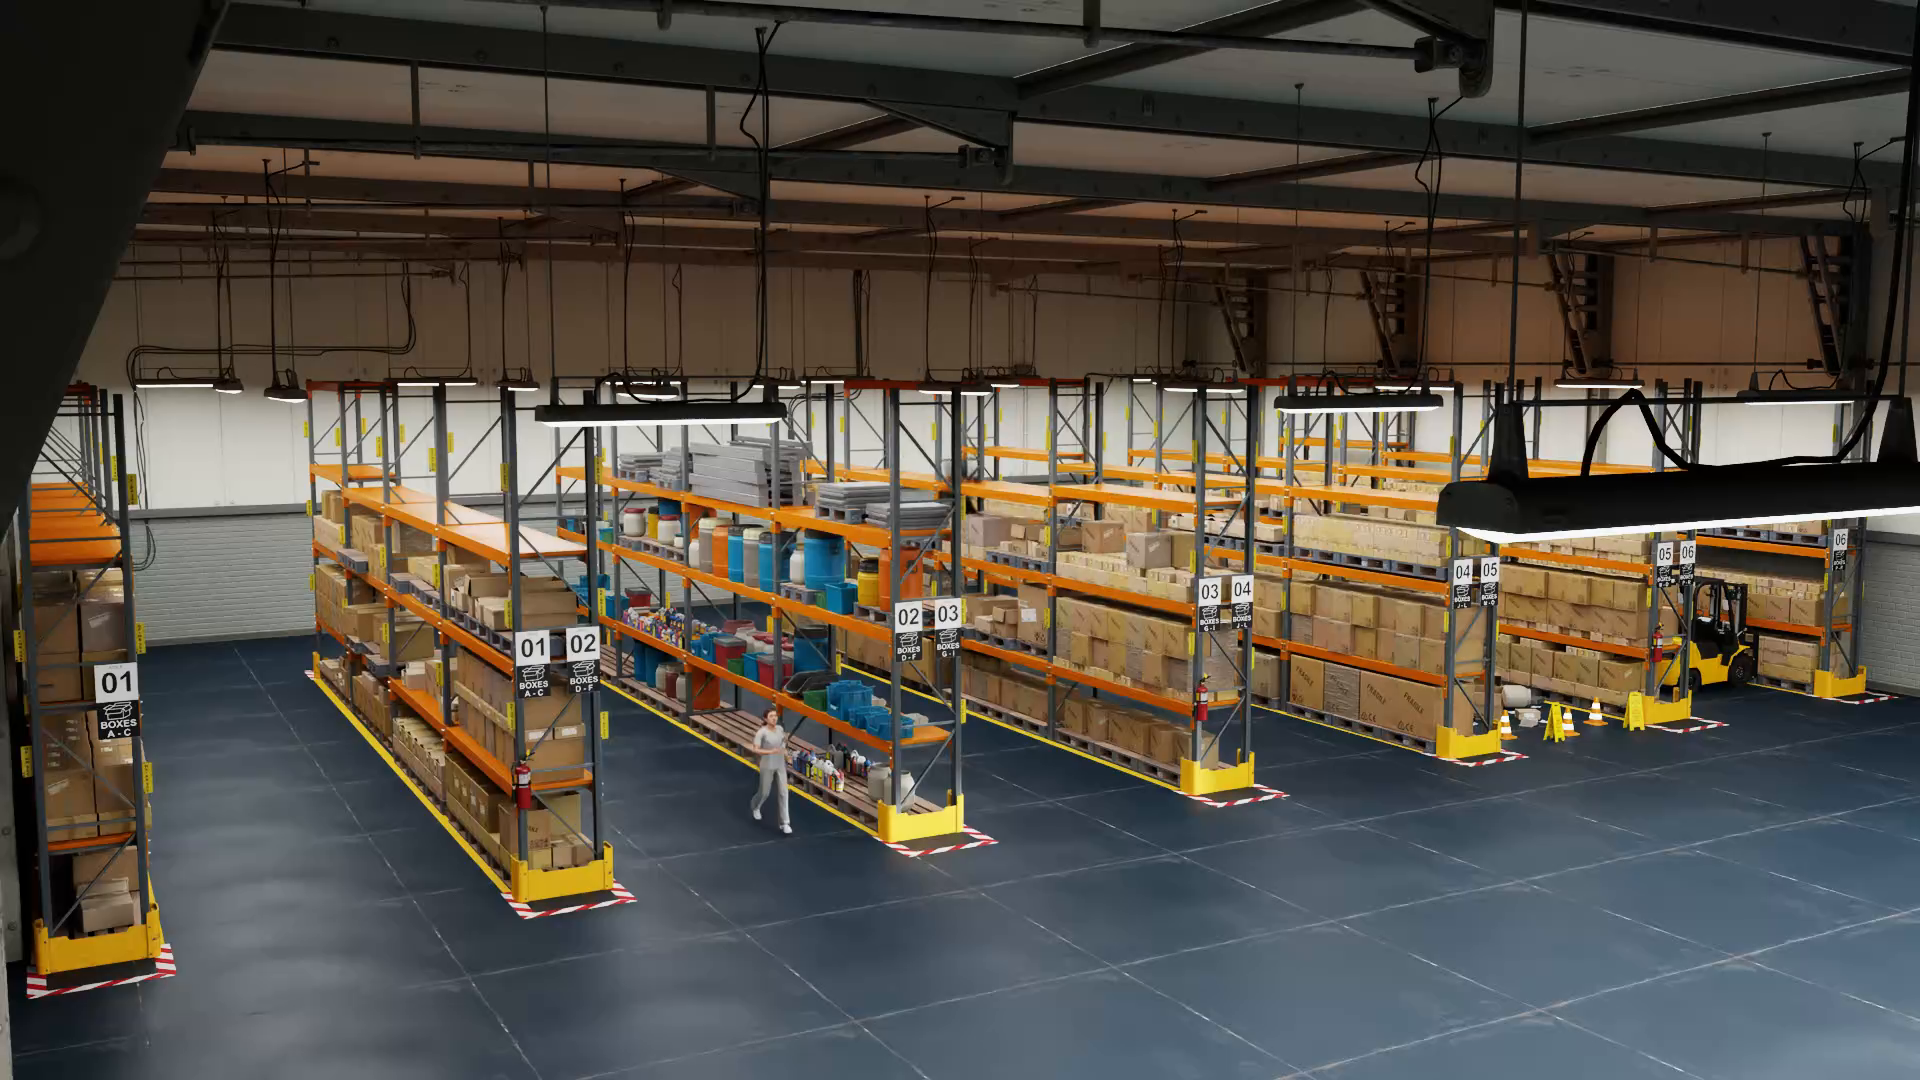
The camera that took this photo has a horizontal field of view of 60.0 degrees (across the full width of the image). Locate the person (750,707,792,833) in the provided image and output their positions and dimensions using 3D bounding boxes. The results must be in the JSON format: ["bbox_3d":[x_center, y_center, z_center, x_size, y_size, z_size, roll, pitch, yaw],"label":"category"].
[{"bbox_3d":[-2.551,3.086,22.570,0.569,1.647,0.963,-4,7,-33],"label":"person"}]

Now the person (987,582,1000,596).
[{"bbox_3d":[0.806,1.033,42.138,0.549,1.650,0.699,2,6,16],"label":"person"}]
